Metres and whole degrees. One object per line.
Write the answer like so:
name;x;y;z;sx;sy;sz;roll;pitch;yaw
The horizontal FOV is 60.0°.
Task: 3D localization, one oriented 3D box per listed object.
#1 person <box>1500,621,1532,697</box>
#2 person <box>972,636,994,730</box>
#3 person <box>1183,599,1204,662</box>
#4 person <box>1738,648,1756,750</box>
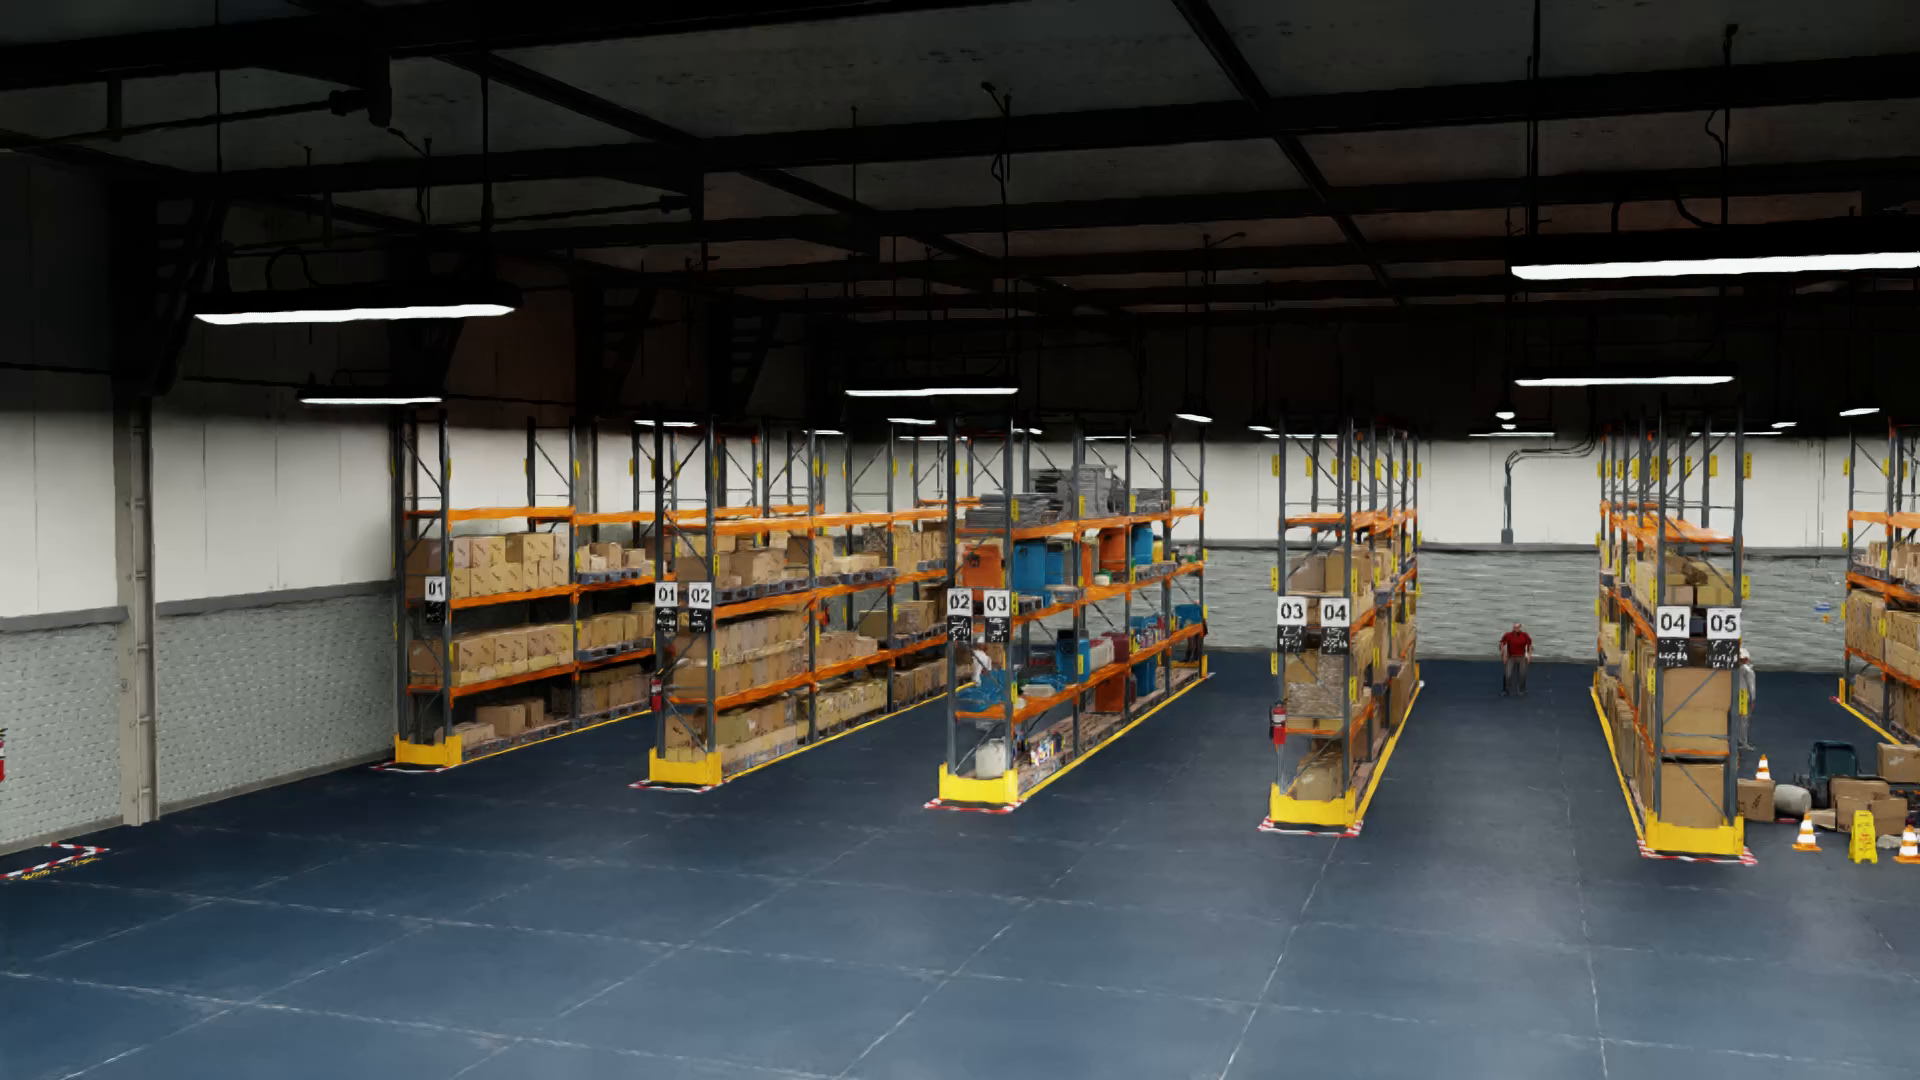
person;12.178;2.608;36.429;0.682;1.676;0.521;1;3;16
person;0.473;2.735;31.971;0.453;1.759;0.632;0;2;-11
person;5.954;2.342;42.174;0.581;1.716;0.523;-1;3;-18
person;14.018;2.826;29.716;0.448;1.780;0.586;-1;3;-13
